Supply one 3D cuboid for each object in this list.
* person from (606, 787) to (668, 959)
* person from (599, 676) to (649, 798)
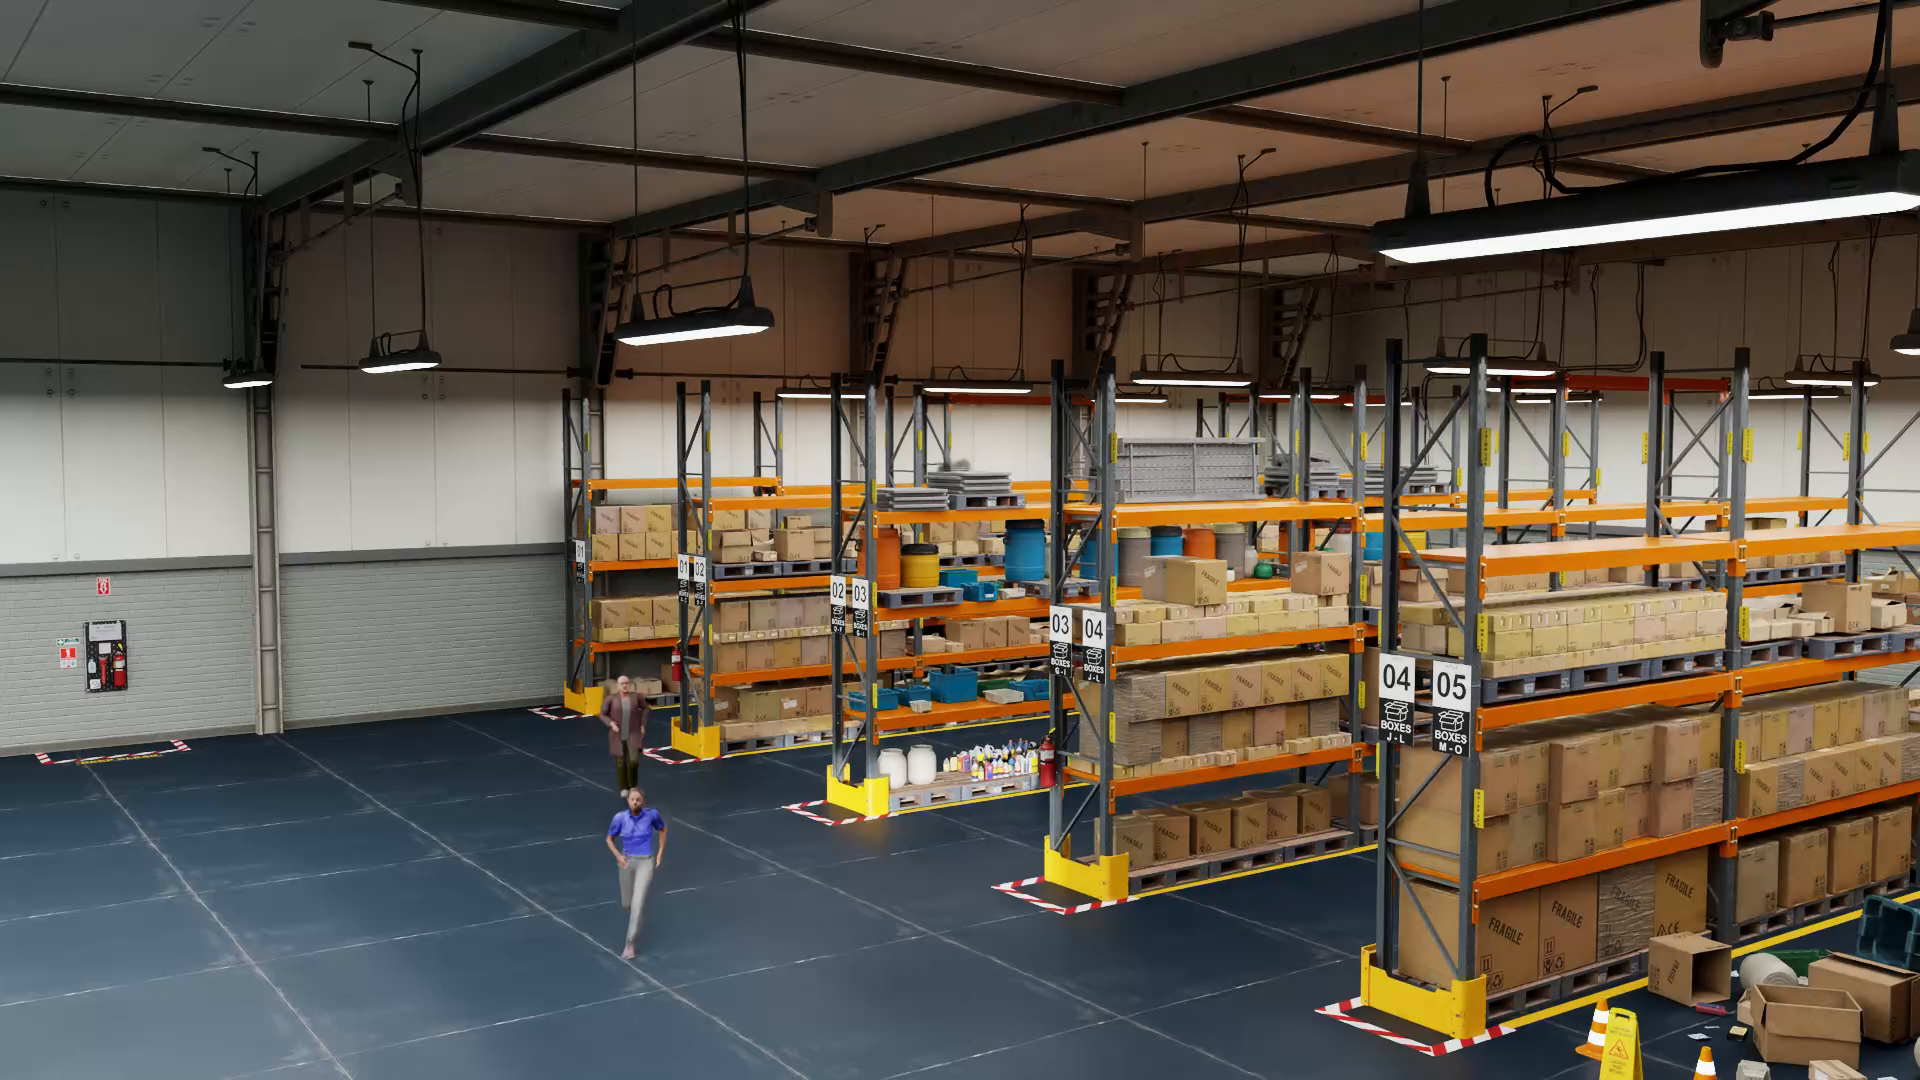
[{"bbox_3d":[-3.251,3.290,16.744,0.599,1.635,0.886,0,4,-6],"label":"person"},{"bbox_3d":[-4.714,2.793,23.368,0.705,1.777,0.718,-1,4,-14],"label":"person"}]
